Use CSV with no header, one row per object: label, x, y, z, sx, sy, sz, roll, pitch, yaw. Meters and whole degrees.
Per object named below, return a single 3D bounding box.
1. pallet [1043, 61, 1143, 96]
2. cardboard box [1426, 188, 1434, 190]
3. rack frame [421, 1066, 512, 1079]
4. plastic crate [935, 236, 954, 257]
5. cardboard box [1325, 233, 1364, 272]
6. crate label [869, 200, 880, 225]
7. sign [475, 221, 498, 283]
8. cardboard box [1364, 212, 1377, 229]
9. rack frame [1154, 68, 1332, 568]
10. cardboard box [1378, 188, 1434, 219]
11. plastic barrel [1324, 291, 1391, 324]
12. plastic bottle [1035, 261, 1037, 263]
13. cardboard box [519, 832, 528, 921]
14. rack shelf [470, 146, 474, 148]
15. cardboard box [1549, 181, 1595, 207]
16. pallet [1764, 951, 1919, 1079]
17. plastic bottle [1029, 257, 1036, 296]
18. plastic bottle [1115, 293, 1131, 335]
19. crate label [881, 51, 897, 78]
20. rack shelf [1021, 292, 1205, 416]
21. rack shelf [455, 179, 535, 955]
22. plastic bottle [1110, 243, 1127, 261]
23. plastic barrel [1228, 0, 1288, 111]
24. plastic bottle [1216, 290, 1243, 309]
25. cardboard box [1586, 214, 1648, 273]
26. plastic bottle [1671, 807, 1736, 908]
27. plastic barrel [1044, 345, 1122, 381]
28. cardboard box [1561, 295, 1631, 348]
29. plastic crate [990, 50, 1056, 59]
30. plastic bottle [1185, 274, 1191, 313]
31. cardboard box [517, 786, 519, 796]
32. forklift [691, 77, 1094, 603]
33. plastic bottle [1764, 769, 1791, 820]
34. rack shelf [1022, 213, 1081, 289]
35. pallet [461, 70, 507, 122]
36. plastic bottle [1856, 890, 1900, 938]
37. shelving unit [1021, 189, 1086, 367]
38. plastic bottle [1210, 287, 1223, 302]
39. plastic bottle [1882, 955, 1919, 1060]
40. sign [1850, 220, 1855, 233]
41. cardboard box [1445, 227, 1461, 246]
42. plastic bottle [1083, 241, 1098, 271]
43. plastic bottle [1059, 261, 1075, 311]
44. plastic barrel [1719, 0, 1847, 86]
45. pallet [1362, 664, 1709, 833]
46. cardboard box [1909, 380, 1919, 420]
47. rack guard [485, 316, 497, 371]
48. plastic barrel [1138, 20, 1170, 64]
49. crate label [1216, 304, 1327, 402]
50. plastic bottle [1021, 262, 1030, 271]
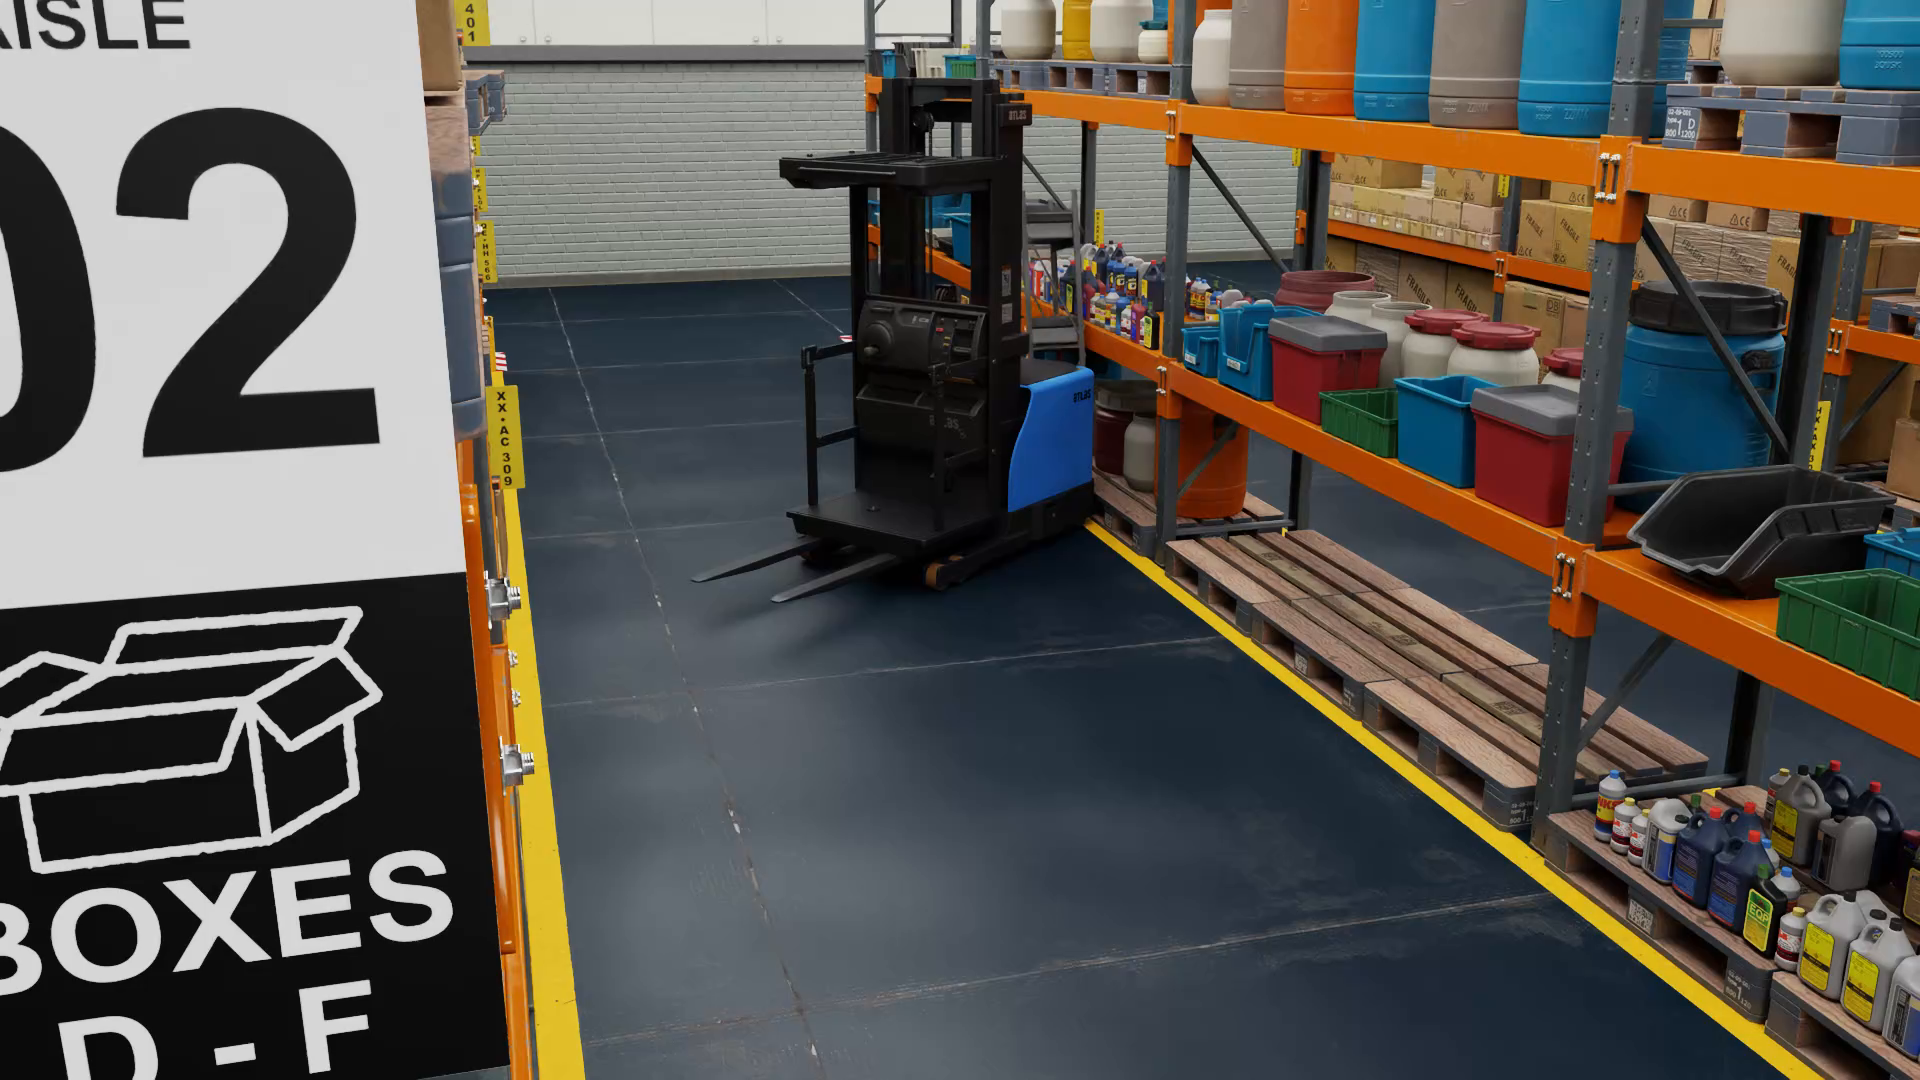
pallet,1.247,-3.246,11.658,1.003,0.211,1.213,-5,17,-15
cardboard box,5.100,-3.453,16.977,0.500,0.250,0.500,-5,17,-15
rack frame,-0.843,1.288,1.452,1.000,3.000,0.127,-5,17,-15
plastic crate,0.057,-2.608,14.793,0.437,0.125,0.590,-5,17,-15
cardboard box,4.538,-2.933,18.466,0.875,0.875,0.875,-5,17,-15
crate label,-0.725,-3.383,17.187,0.416,0.233,0.303,-5,17,-15
sign,-2.509,-1.525,8.801,0.100,0.325,0.005,-5,17,-15
cardboard box,4.422,-3.320,17.228,0.380,0.149,0.250,-5,17,-16
rack frame,1.722,-1.316,10.119,1.000,3.000,0.127,-5,17,-15
cardboard box,4.590,-3.410,16.835,0.500,0.250,0.500,-5,17,-16
plastic barrel,2.210,-1.102,9.211,0.421,0.512,0.421,0,17,0
plastic bottle,0.599,-2.083,13.017,0.097,0.201,0.097,0,17,0
cardboard box,-1.815,1.166,5.907,0.500,0.250,0.500,-5,17,-17
rack shelf,-3.591,-2.571,10.332,1.077,0.370,4.000,-5,17,-15
cardboard box,5.568,-3.166,14.361,0.797,0.503,0.637,-5,17,-17
pallet,3.305,1.653,5.081,1.003,0.211,1.213,-5,17,-15
plastic bottle,0.557,-1.986,12.551,0.061,0.283,0.133,-5,17,-15
plastic bottle,1.069,-1.483,10.900,0.097,0.271,0.097,0,17,0
crate label,-0.534,-4.613,16.141,0.408,0.251,0.502,-5,17,-15
rack shelf,1.172,-1.525,12.064,1.077,0.370,4.000,-5,17,-15
rack shelf,-1.393,-0.358,2.965,1.077,0.370,4.000,-5,17,-15
plastic bottle,1.241,-2.119,12.879,0.144,0.351,0.185,-5,17,-15
plastic barrel,1.739,-2.748,8.802,0.600,0.901,0.600,0,17,0
plastic bottle,1.787,-1.530,11.046,0.152,0.276,0.135,-5,17,-15
cardboard box,5.547,-2.437,13.678,0.500,0.500,0.500,-5,17,-17
plastic bottle,2.644,1.105,5.901,0.144,0.351,0.185,-4,17,-14
plastic barrel,0.950,-1.271,12.886,0.600,0.901,0.708,-5,17,-15
cardboard box,5.826,-1.575,13.944,1.225,0.875,0.875,-5,18,-17
plastic crate,0.545,-4.162,14.605,0.497,0.269,0.590,-5,17,-15
plastic bottle,1.591,-1.753,11.798,0.097,0.271,0.097,0,17,0
cardboard box,-1.949,0.755,6.298,0.500,0.311,0.500,-5,17,-16
forklift,-0.367,-1.259,10.048,1.130,2.935,3.031,12,20,34
plastic bottle,3.220,0.996,6.522,0.097,0.201,0.097,0,17,0
rack shelf,0.544,-1.995,11.394,0.431,0.518,0.480,-4,5,-16
pallet,-2.769,-2.091,7.813,1.213,0.211,1.003,-4,17,-13
plastic bottle,2.948,1.292,5.408,0.152,0.276,0.135,-5,17,-15
shelving unit,0.582,-1.312,11.449,0.431,2.100,0.503,-4,5,-16
plastic bottle,1.723,-1.557,11.145,0.097,0.271,0.097,0,17,0
plastic bottle,2.913,1.407,5.023,0.152,0.276,0.135,-5,17,-17
sign,5.951,-2.217,11.107,0.100,0.325,0.005,-5,17,-15
cardboard box,4.845,-2.894,15.810,0.380,0.149,0.250,-5,17,-16
plastic bottle,1.051,-2.159,13.011,0.144,0.351,0.185,-5,17,-15
plastic bottle,0.795,-1.822,11.889,0.144,0.351,0.185,-5,17,-15
plastic barrel,2.751,-1.766,5.479,0.421,0.512,0.421,0,17,0
pallet,2.568,0.912,7.549,1.003,0.211,1.213,-5,17,-15
cardboard box,6.697,-0.897,11.002,0.500,0.250,0.500,-4,17,-13
rack guard,-5.219,-1.920,16.475,1.175,0.500,0.348,-5,17,-15
plastic barrel,1.286,-3.172,10.595,0.301,0.262,0.301,0,17,0
crate label,1.735,-1.037,9.127,0.502,0.435,0.616,-5,17,-15
plastic bottle,0.490,-2.067,12.843,0.097,0.271,0.097,0,17,0
